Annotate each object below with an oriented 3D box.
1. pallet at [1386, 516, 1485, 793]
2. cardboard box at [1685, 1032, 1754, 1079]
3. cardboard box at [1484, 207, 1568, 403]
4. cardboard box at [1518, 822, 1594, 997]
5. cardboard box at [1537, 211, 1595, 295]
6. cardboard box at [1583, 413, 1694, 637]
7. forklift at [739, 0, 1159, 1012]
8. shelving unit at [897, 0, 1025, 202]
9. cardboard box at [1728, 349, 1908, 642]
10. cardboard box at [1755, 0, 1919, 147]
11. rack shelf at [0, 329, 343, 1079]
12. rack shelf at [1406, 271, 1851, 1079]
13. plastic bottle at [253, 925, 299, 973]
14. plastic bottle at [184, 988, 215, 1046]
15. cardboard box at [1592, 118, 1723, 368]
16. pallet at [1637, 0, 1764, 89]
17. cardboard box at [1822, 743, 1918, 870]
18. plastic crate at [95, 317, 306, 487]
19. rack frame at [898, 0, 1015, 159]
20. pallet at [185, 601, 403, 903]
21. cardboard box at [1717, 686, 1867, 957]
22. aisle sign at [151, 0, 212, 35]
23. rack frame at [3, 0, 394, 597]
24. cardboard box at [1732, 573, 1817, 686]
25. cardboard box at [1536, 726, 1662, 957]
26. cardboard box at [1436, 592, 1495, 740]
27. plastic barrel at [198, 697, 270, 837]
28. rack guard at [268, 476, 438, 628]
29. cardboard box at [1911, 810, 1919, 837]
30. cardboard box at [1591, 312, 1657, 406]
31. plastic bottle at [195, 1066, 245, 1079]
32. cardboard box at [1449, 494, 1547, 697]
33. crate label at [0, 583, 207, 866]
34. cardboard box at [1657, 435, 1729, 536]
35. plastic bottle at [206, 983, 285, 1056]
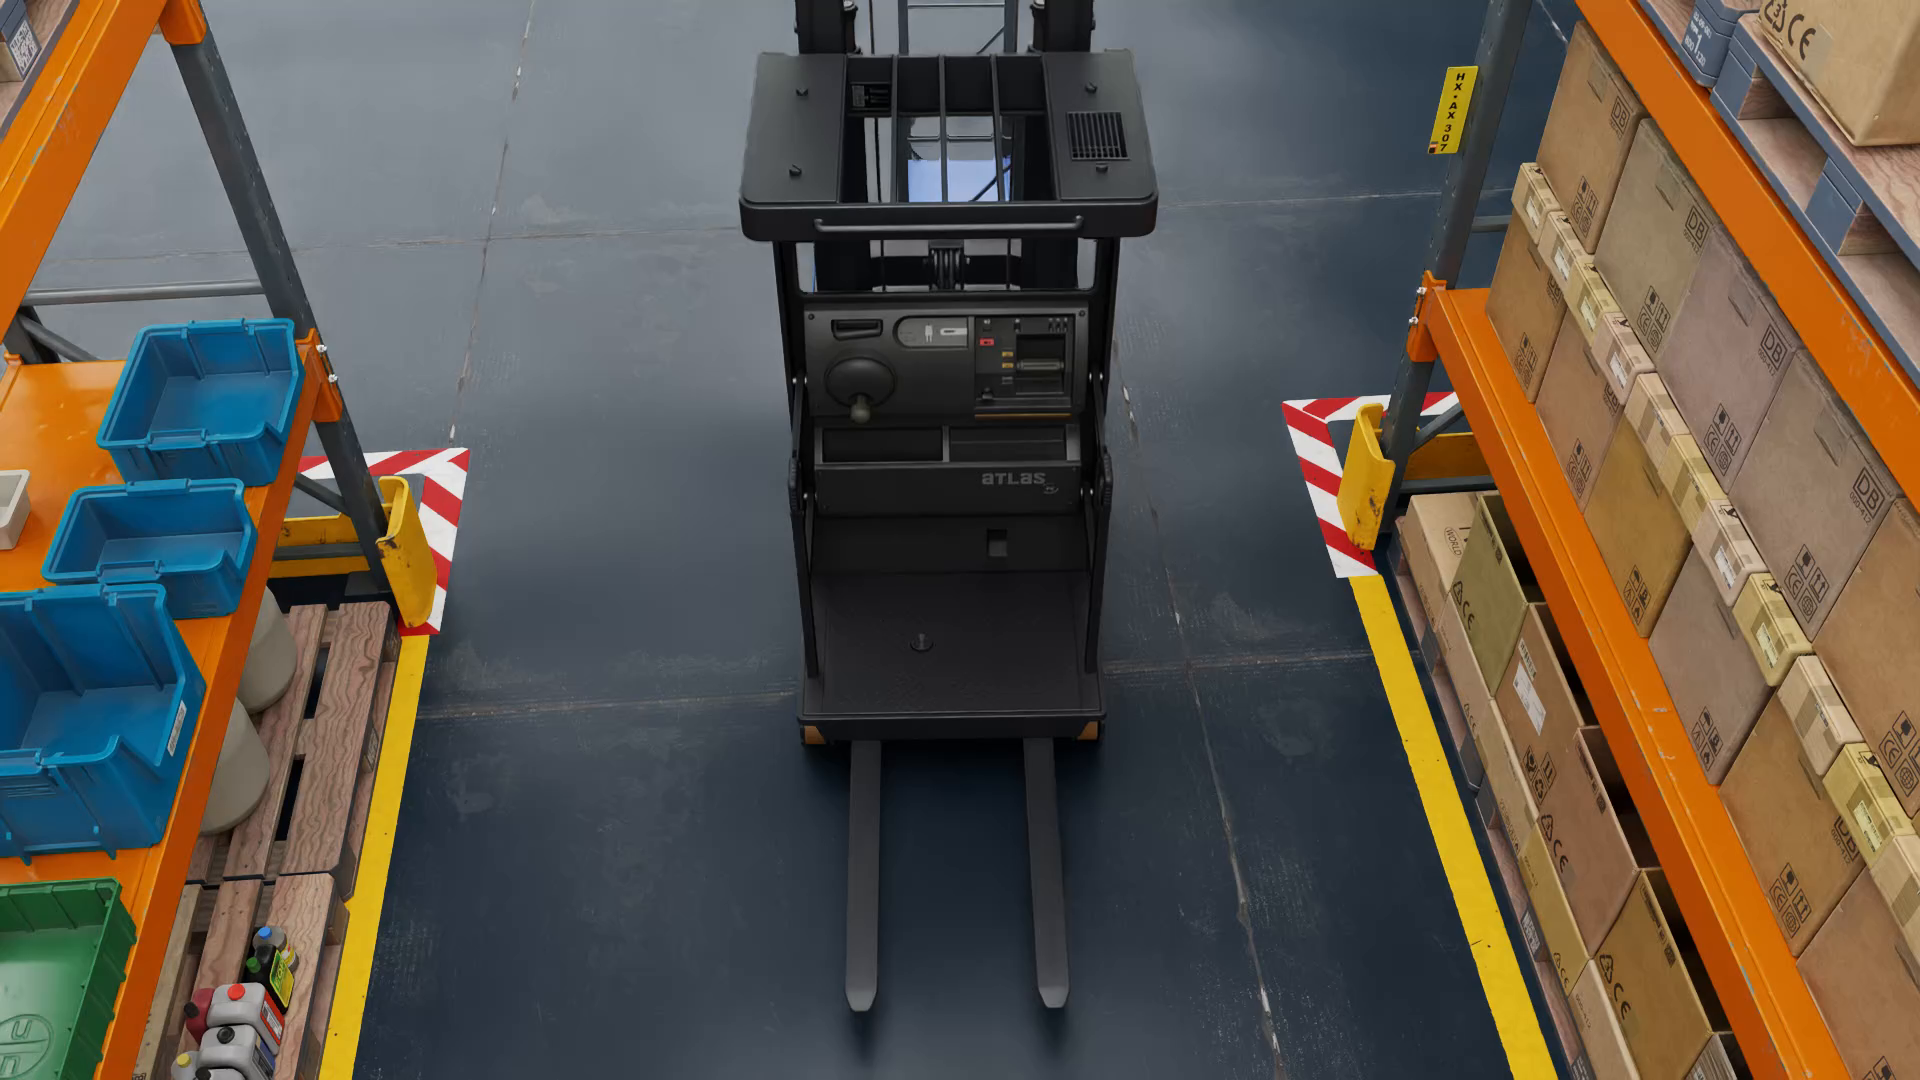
[{"bbox_3d":[2.294,0.381,6.380,1.003,0.211,1.213,-3,47,-3],"label":"pallet"},{"bbox_3d":[2.236,1.624,4.370,0.500,0.500,0.500,-3,47,-3],"label":"cardboard box"},{"bbox_3d":[2.215,-0.824,5.532,0.700,0.500,0.500,-3,47,-3],"label":"cardboard box"},{"bbox_3d":[2.135,1.160,5.327,0.500,0.250,0.500,-3,47,-3],"label":"cardboard box"},{"bbox_3d":[2.031,-0.898,5.155,0.380,0.149,0.250,-5,47,-4],"label":"cardboard box"},{"bbox_3d":[2.299,-0.085,4.832,0.700,0.500,0.500,-3,47,-3],"label":"cardboard box"},{"bbox_3d":[-0.037,-0.488,5.330,1.130,2.935,3.031,-1,47,-1],"label":"forklift"},{"bbox_3d":[-0.006,-1.478,7.253,0.538,1.500,1.048,-1,47,-1],"label":"shelving unit"},{"bbox_3d":[2.353,-0.125,3.976,0.700,0.500,0.500,-3,47,-3],"label":"cardboard box"},{"bbox_3d":[2.055,-1.168,3.407,0.500,0.500,0.500,-3,47,-3],"label":"cardboard box"},{"bbox_3d":[-2.581,0.865,4.497,1.077,0.370,4.000,-3,47,-3],"label":"rack shelf"},{"bbox_3d":[2.356,0.566,4.780,1.077,0.370,4.000,-3,47,-3],"label":"rack shelf"},{"bbox_3d":[-2.158,1.283,5.230,0.097,0.201,0.097,0,47,0],"label":"plastic bottle"},{"bbox_3d":[-2.270,1.446,5.019,0.061,0.283,0.133,-3,47,-3],"label":"plastic bottle"},{"bbox_3d":[2.268,-0.852,4.665,0.700,0.500,0.500,-5,47,-4],"label":"cardboard box"},{"bbox_3d":[2.222,-1.616,4.346,1.003,0.211,1.213,-3,47,-3],"label":"pallet"},{"bbox_3d":[2.203,0.588,3.748,0.380,0.149,0.250,-4,47,-3],"label":"cardboard box"},{"bbox_3d":[-2.408,-0.435,5.335,0.499,0.251,0.616,-3,47,-3],"label":"plastic crate"},{"bbox_3d":[-0.017,-1.847,7.603,0.500,1.500,0.032,-1,47,-1],"label":"rack frame"},{"bbox_3d":[-2.632,0.769,6.013,1.003,0.211,1.213,-3,47,-3],"label":"pallet"},{"bbox_3d":[2.391,0.666,4.121,0.700,0.500,0.500,-3,47,-3],"label":"cardboard box"},{"bbox_3d":[-2.458,-1.794,4.729,0.394,0.787,0.004,-3,47,-3],"label":"aisle sign"},{"bbox_3d":[-2.748,-0.830,5.606,1.000,3.000,0.127,-3,47,-3],"label":"rack frame"},{"bbox_3d":[2.157,0.214,4.102,0.380,0.149,0.250,-2,47,-2],"label":"cardboard box"},{"bbox_3d":[2.134,0.902,5.054,0.500,0.500,0.500,-3,47,-3],"label":"cardboard box"},{"bbox_3d":[2.057,0.436,6.012,0.500,0.250,0.500,-3,47,-3],"label":"cardboard box"},{"bbox_3d":[-2.575,0.715,5.567,0.421,0.512,0.421,0,47,0],"label":"plastic barrel"},{"bbox_3d":[-2.695,0.082,6.465,1.175,0.500,0.348,-3,47,-3],"label":"rack guard"},{"bbox_3d":[2.436,0.599,3.291,0.700,0.500,0.500,-4,47,-3],"label":"cardboard box"},{"bbox_3d":[2.070,-0.535,4.811,0.380,0.149,0.250,-4,47,-4],"label":"cardboard box"},{"bbox_3d":[-2.134,1.636,4.793,0.144,0.351,0.185,-2,47,-2],"label":"plastic bottle"},{"bbox_3d":[2.055,0.178,5.740,0.500,0.500,0.500,-3,47,-3],"label":"cardboard box"},{"bbox_3d":[-2.324,0.473,4.348,0.502,0.435,0.616,-3,47,-3],"label":"crate label"},{"bbox_3d":[2.116,-0.157,4.454,0.380,0.149,0.250,-4,47,-4],"label":"cardboard box"},{"bbox_3d":[-2.164,1.442,5.028,0.152,0.276,0.135,-3,47,-3],"label":"plastic bottle"}]
